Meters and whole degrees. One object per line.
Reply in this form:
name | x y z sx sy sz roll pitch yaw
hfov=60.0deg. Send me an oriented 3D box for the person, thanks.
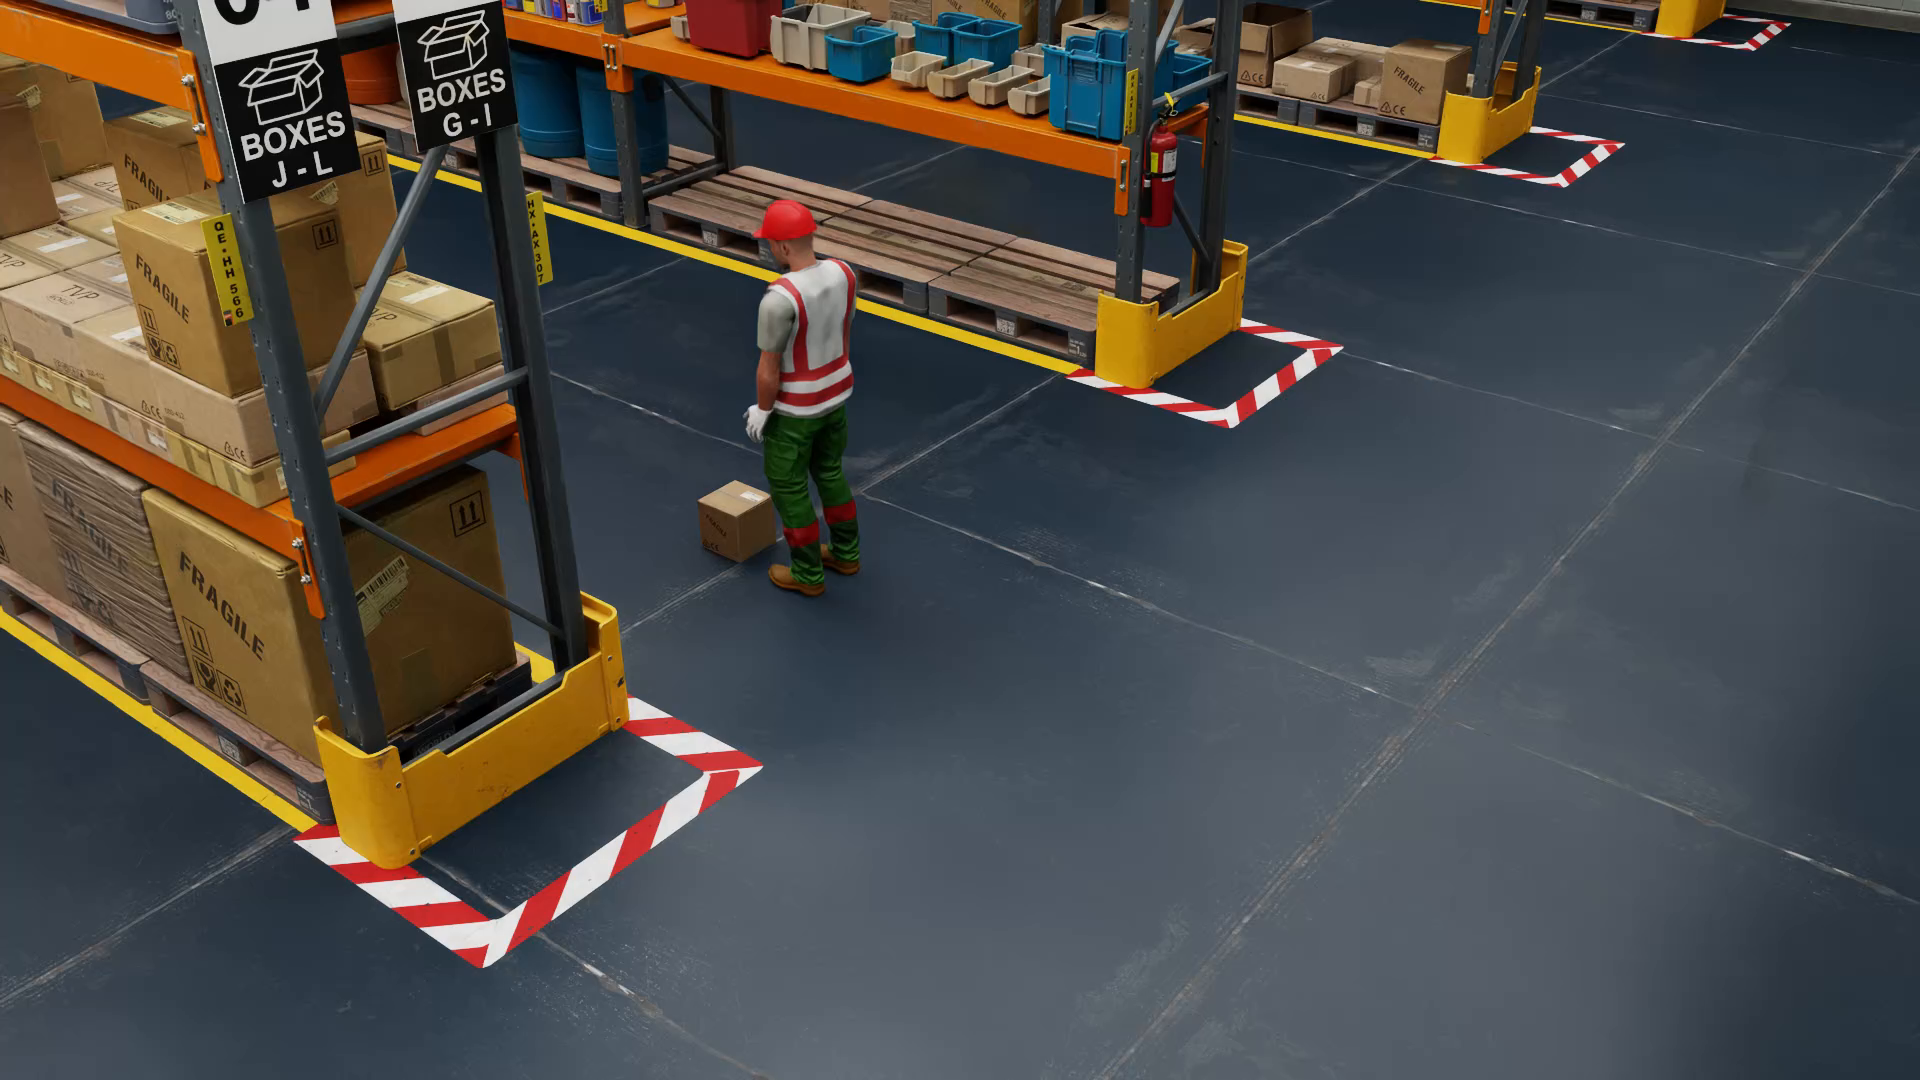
person | -0.672 -0.592 7.122 0.365 1.775 0.529 22 37 32
